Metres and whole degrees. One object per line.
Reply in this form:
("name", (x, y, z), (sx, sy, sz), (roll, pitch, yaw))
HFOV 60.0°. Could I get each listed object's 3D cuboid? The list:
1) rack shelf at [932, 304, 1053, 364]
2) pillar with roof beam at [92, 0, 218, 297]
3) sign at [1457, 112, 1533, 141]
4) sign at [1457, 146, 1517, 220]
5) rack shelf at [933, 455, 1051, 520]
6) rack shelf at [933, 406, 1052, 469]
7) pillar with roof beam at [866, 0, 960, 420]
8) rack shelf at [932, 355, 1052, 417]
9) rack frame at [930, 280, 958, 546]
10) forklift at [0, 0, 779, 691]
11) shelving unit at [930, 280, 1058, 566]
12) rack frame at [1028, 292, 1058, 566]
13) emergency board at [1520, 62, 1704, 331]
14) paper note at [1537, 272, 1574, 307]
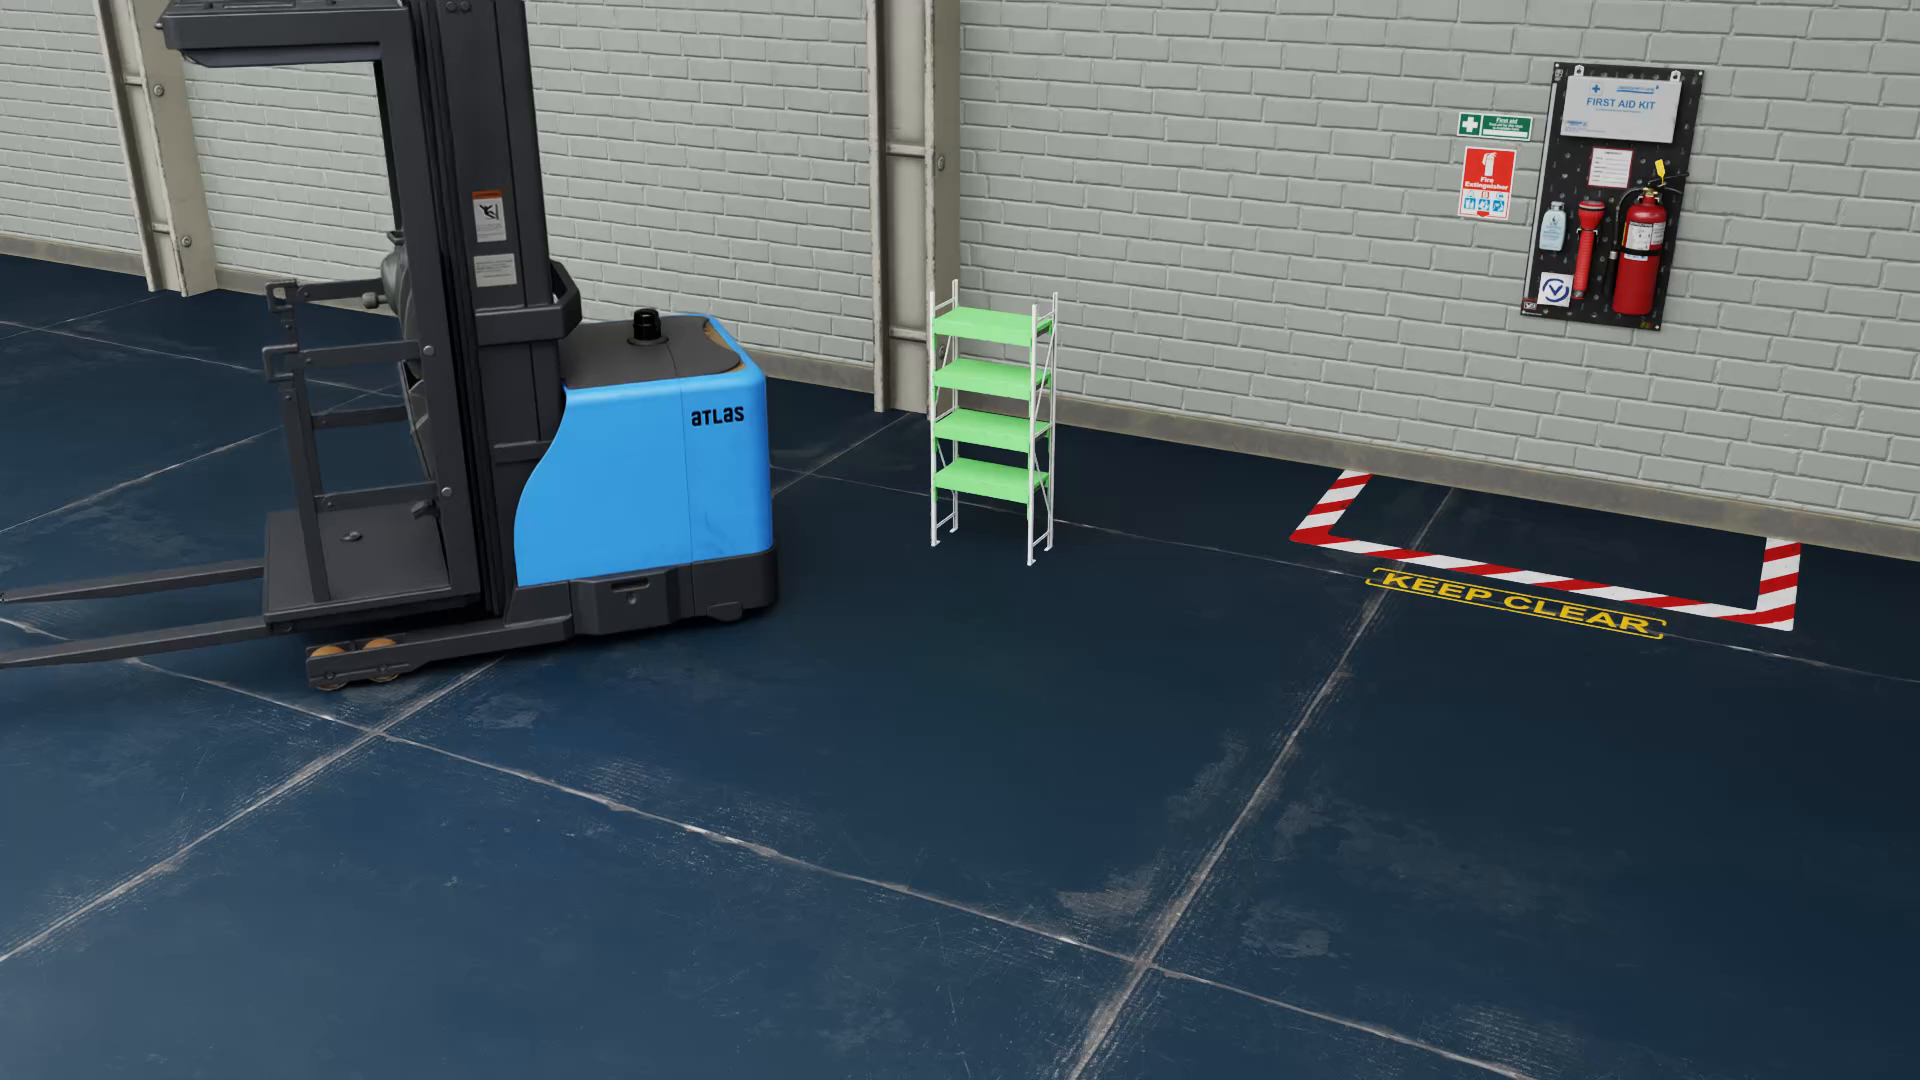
("rack shelf", (0.148, -0.906, 7.284), (0.480, 0.148, 0.258), (11, 25, 25))
("pillar with roof beam", (-7.542, -4.452, 6.721), (0.400, 9.000, 9.100), (11, 25, 25))
("sign", (2.475, -1.916, 7.699), (0.331, 0.109, 0.001), (11, 25, 25))
("sign", (2.475, -1.676, 7.812), (0.234, 0.329, 0.001), (11, 25, 25))
("rack shelf", (0.148, -0.243, 7.565), (0.480, 0.148, 0.258), (11, 25, 25))
("rack shelf", (0.148, -0.464, 7.471), (0.480, 0.148, 0.258), (11, 25, 25))
("pillar with roof beam", (-2.187, -3.393, 4.229), (0.400, 9.000, 9.100), (11, 25, 25))
("rack shelf", (0.148, -0.685, 7.378), (0.480, 0.148, 0.258), (11, 25, 25))
("rack frame", (-0.070, -0.566, 7.548), (0.015, 1.200, 0.240), (11, 25, 25))
("forklift", (-2.334, -1.004, 6.365), (3.031, 2.935, 1.130), (-8, 24, -19))
("shelving unit", (0.148, -0.523, 7.446), (0.503, 1.200, 0.258), (11, 25, 25))
("rack frame", (0.365, -0.480, 7.345), (0.015, 1.200, 0.240), (11, 25, 25))
("emergency board", (2.922, -1.526, 7.505), (0.643, 1.169, 0.194), (11, 25, 25))
("paper note", (2.795, -1.176, 7.808), (0.142, 0.148, 0.016), (11, 25, 25))
